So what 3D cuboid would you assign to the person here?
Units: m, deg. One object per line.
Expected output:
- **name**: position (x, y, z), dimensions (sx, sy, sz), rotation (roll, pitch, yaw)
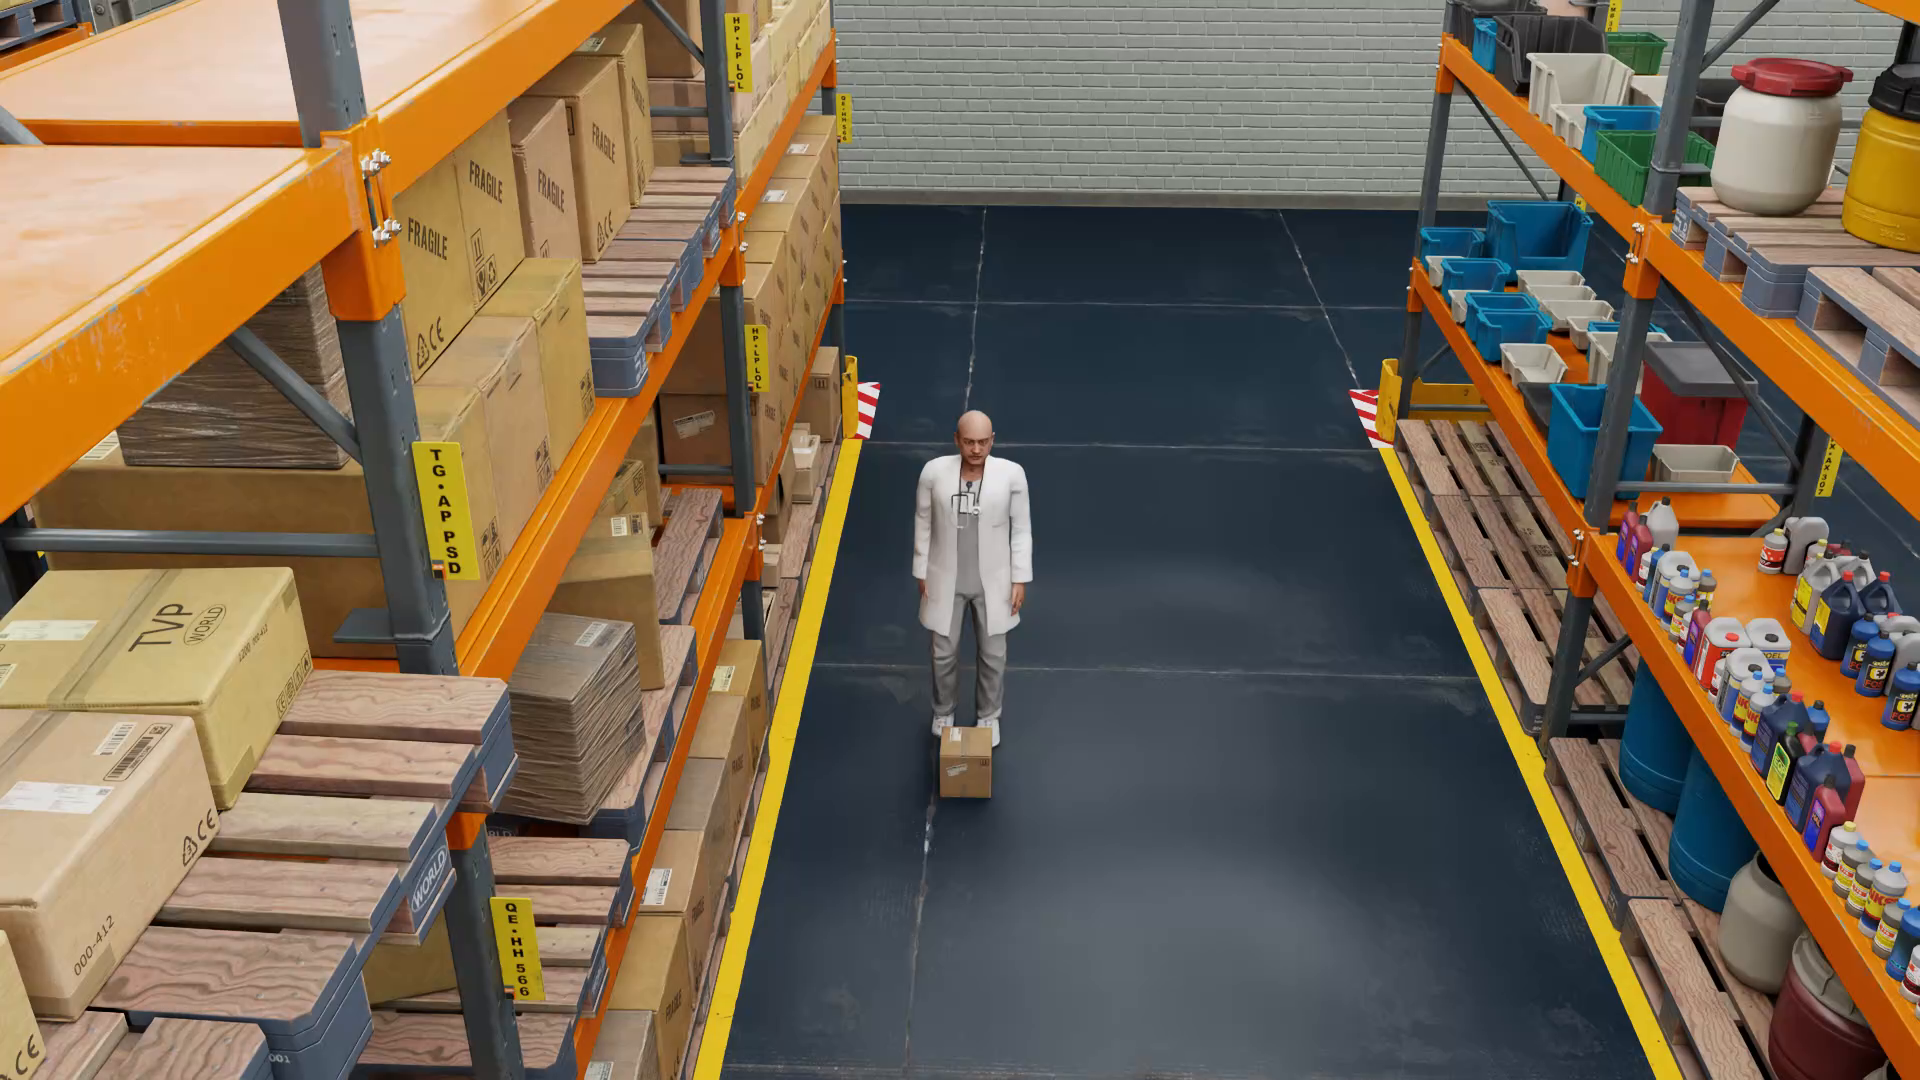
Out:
- **person**: position (0.060, 0.226, 8.287), dimensions (0.601, 1.833, 0.429), rotation (2, 28, 3)
